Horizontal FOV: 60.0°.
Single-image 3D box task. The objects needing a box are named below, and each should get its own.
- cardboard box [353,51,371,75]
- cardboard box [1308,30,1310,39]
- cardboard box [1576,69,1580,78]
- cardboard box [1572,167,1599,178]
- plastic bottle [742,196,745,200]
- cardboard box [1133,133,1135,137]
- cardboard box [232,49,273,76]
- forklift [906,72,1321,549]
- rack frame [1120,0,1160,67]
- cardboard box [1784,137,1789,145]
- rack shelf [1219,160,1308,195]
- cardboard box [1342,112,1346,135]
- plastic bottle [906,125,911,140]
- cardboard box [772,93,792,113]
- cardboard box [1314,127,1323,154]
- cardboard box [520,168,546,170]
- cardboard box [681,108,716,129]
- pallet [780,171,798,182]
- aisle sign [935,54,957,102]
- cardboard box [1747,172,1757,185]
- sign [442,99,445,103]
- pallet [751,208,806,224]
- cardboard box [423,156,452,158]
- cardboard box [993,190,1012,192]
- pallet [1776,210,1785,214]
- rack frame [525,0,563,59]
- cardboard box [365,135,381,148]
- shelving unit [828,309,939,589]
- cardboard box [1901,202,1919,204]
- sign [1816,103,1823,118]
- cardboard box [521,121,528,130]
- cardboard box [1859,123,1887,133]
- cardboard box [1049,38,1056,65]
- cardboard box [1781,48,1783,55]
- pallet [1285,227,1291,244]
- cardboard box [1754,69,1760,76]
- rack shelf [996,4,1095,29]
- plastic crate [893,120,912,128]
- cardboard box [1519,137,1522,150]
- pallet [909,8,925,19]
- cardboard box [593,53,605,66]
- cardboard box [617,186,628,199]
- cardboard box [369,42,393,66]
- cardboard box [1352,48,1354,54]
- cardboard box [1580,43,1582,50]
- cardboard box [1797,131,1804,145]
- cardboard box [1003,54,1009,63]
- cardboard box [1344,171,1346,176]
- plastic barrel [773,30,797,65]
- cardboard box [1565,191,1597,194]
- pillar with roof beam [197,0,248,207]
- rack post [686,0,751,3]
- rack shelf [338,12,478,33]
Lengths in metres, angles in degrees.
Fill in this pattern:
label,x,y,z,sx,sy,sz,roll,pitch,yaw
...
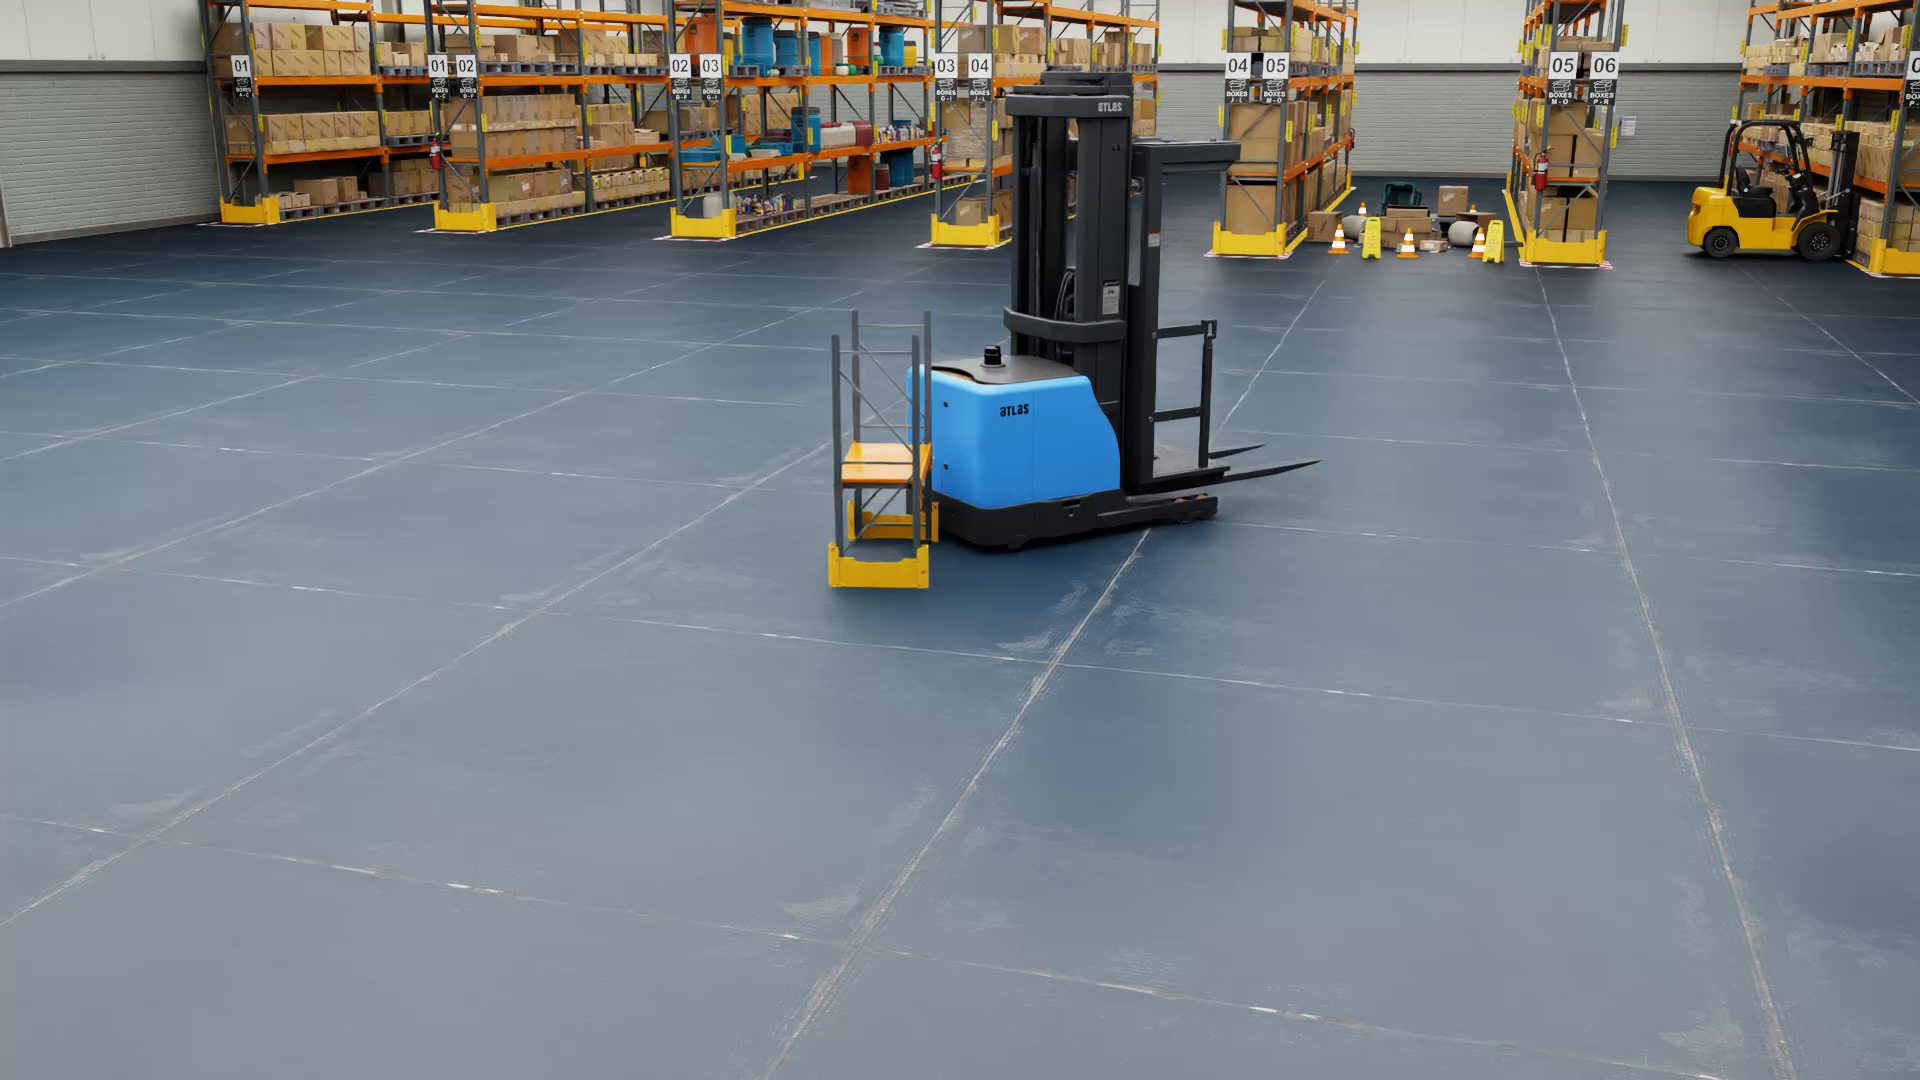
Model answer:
label,x,y,z,sx,sy,sz,roll,pitch,yaw
cardboard box,-12.948,-10.165,35.454,0.500,0.500,0.500,5,17,17
cardboard box,5.991,-8.957,29.460,0.380,0.149,0.250,5,16,16
cardboard box,10.380,-7.714,27.494,0.380,0.149,0.250,4,16,15
cardboard box,9.866,-5.801,26.245,0.380,0.149,0.250,5,16,16
plastic bottle,-4.310,-6.685,33.071,0.061,0.283,0.133,5,17,18
cardboard box,4.032,-9.825,40.433,0.380,0.149,0.250,5,17,18
cardboard box,-13.843,-9.339,32.540,0.500,0.500,0.500,5,17,17
forklift,1.158,-1.632,11.212,3.031,2.935,1.130,-10,18,-31
rack frame,4.617,-13.690,42.603,1.000,3.000,0.127,5,16,16
cardboard box,16.423,-7.841,32.667,0.380,0.149,0.250,5,17,17
rack shelf,5.365,-6.384,29.157,1.077,0.370,4.000,5,16,16
cardboard box,8.900,-9.906,39.529,0.500,0.500,0.500,4,16,15
plastic bottle,-1.269,-9.803,39.985,0.144,0.351,0.185,5,16,16
cardboard box,-4.886,-11.832,45.031,0.500,0.500,0.500,5,17,17
cardboard box,7.056,-8.078,33.631,0.500,0.500,0.500,5,16,16
cardboard box,-8.857,-7.445,34.474,0.500,0.500,0.500,5,16,16
cardboard box,-6.501,-10.485,41.345,0.700,0.500,0.500,7,17,25
pallet,-5.128,-10.002,45.708,1.003,0.211,1.213,5,16,16
aisle sign,-0.236,-7.875,28.333,0.394,0.787,0.004,5,16,16
cardboard box,18.038,-8.006,37.368,0.700,0.500,0.500,4,16,14
sign,-12.437,-10.462,40.096,0.100,0.325,0.005,5,16,16
pallet,-3.773,-6.534,33.479,1.003,0.211,1.213,5,16,16
cardboard box,-12.281,-8.896,39.097,0.500,0.250,0.500,5,17,17
cardboard box,0.899,-6.411,31.748,0.500,0.500,0.500,11,19,33
pallet,16.853,-6.409,33.038,1.003,0.211,1.213,5,16,16
rack frame,-10.768,-13.795,42.976,1.000,3.000,0.127,5,16,16
cardboard box,-12.885,-8.606,35.913,0.500,0.250,0.500,5,16,16
shelving unit,-0.456,-0.584,10.138,0.587,1.500,1.083,1,16,3
cardboard box,14.788,-5.067,25.635,0.500,0.250,0.500,5,16,16
sign,18.274,-9.119,35.362,0.100,0.325,0.005,5,16,16
cardboard box,-8.745,-8.170,32.764,0.380,0.149,0.250,4,16,15
cardboard box,14.822,-6.682,26.974,0.380,0.149,0.250,4,16,15
cardboard box,1.435,-9.474,32.278,0.797,0.503,0.637,4,16,13
cardboard box,16.936,-9.933,33.819,0.380,0.149,0.250,5,17,16
pallet,5.297,-5.398,29.475,1.003,0.211,1.213,5,16,16
cardboard box,17.969,-10.449,37.134,0.380,0.149,0.250,5,17,17
rack shelf,1.775,-10.535,33.531,1.077,0.370,4.000,5,16,16
plastic crate,-1.463,-10.311,41.604,0.392,0.384,0.575,5,16,16
cardboard box,12.146,-8.423,35.304,0.500,0.250,0.500,4,16,15
pallet,-1.475,-12.525,39.576,1.003,0.211,1.213,5,16,16
cardboard box,-7.953,-10.310,35.691,0.500,0.250,0.500,3,16,10
cardboard box,-7.647,-7.668,36.636,0.500,0.250,0.500,4,16,14
cardboard box,-12.809,-10.646,36.417,0.500,0.500,0.500,7,17,24
cardboard box,9.531,-12.086,41.073,0.380,0.149,0.250,4,16,15
cardboard box,10.330,-8.028,27.137,0.380,0.149,0.250,5,17,17
cardboard box,16.220,-7.631,31.596,0.500,0.250,0.500,5,16,16
cardboard box,0.635,-8.436,29.122,0.380,0.149,0.250,5,17,18
cardboard box,9.467,-9.206,41.698,0.380,0.149,0.250,4,16,14
plastic barrel,-3.606,-9.882,33.757,0.600,0.901,0.708,5,16,16
cardboard box,10.366,-5.553,27.804,0.500,0.500,0.500,5,17,17
pillar with roof beam,-10.681,-10.572,31.612,9.100,9.000,0.400,5,16,16
rack post,-4.342,-9.835,29.929,0.937,0.300,0.954,7,17,22
rack shelf,-12.473,-11.687,37.594,1.077,0.370,4.000,5,16,16
